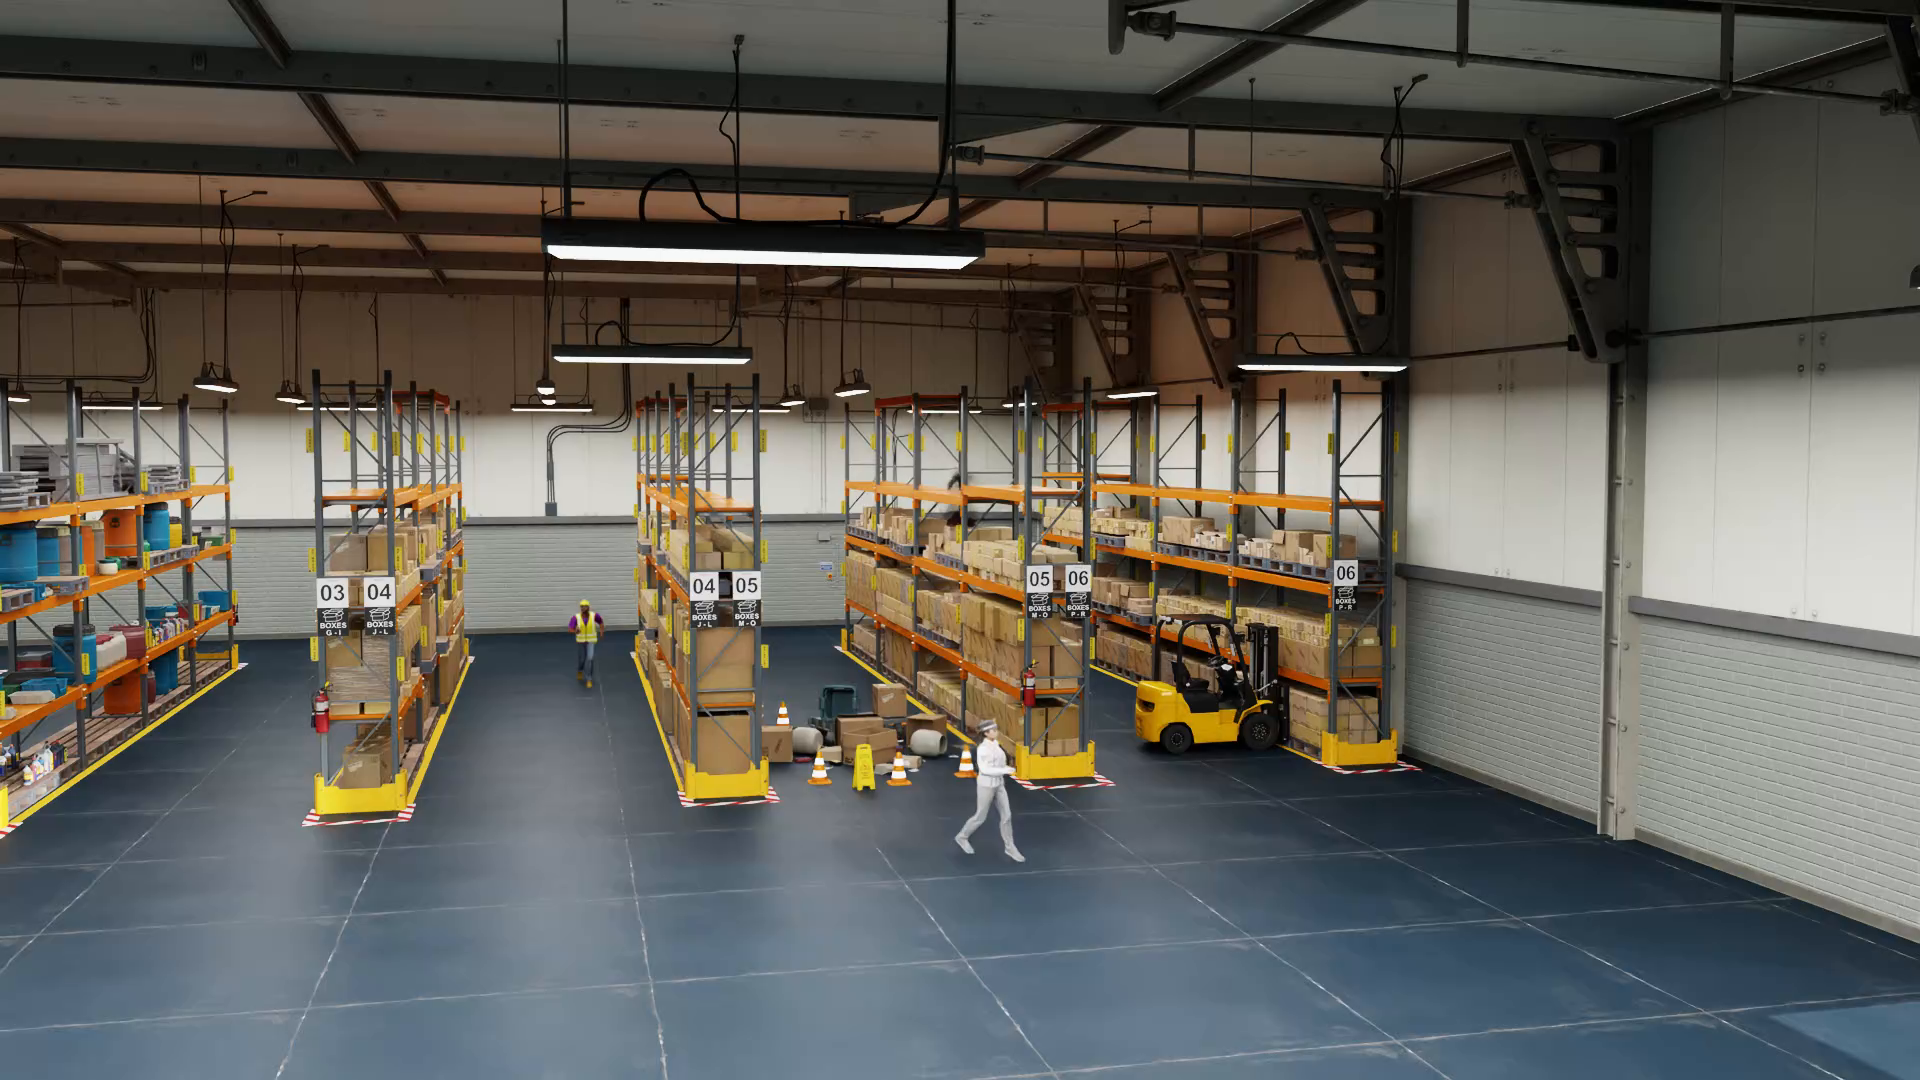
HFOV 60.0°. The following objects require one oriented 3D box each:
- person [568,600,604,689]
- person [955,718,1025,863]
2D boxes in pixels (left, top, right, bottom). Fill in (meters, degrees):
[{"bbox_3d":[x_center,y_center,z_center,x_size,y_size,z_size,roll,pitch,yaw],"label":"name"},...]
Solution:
[{"bbox_3d":[-7.737,2.128,34.434,0.712,1.785,0.986,-1,3,-11],"label":"person"},{"bbox_3d":[0.354,2.981,19.962,0.888,1.721,0.599,2,4,30],"label":"person"}]
